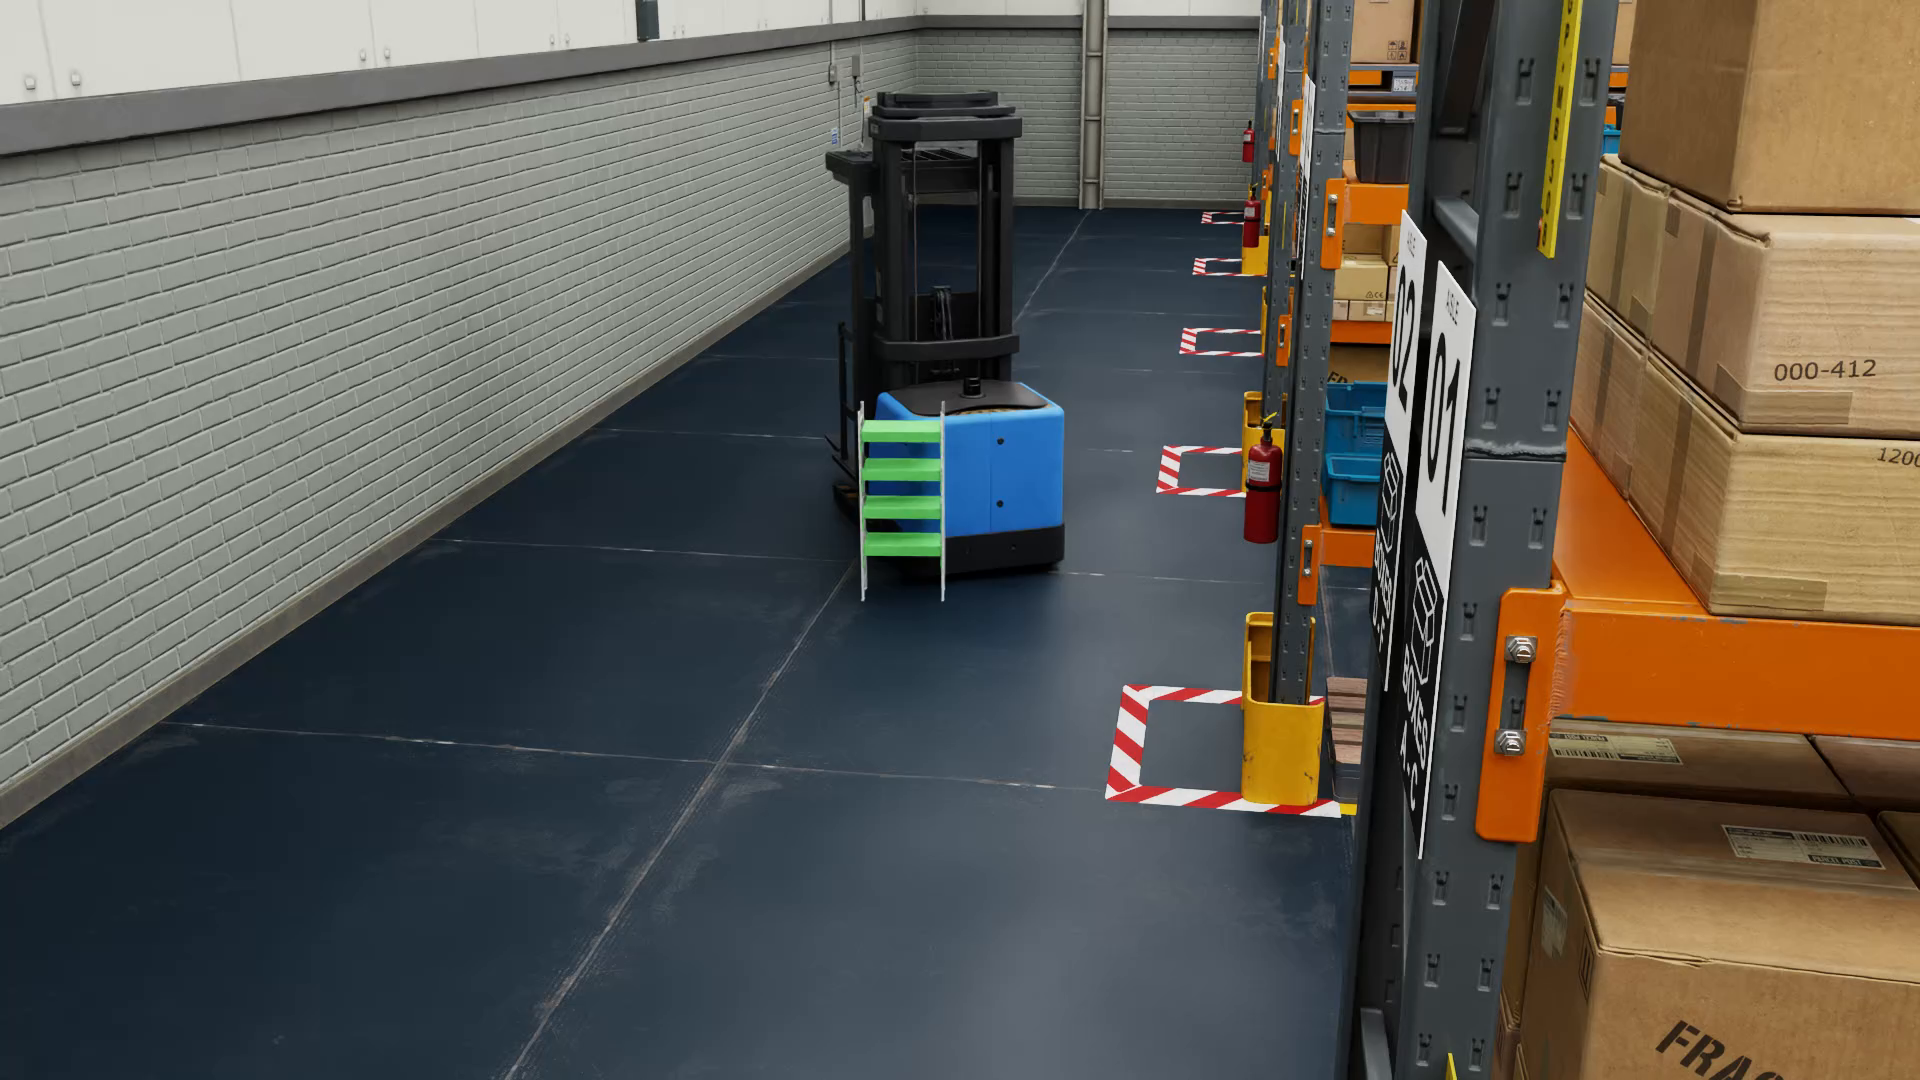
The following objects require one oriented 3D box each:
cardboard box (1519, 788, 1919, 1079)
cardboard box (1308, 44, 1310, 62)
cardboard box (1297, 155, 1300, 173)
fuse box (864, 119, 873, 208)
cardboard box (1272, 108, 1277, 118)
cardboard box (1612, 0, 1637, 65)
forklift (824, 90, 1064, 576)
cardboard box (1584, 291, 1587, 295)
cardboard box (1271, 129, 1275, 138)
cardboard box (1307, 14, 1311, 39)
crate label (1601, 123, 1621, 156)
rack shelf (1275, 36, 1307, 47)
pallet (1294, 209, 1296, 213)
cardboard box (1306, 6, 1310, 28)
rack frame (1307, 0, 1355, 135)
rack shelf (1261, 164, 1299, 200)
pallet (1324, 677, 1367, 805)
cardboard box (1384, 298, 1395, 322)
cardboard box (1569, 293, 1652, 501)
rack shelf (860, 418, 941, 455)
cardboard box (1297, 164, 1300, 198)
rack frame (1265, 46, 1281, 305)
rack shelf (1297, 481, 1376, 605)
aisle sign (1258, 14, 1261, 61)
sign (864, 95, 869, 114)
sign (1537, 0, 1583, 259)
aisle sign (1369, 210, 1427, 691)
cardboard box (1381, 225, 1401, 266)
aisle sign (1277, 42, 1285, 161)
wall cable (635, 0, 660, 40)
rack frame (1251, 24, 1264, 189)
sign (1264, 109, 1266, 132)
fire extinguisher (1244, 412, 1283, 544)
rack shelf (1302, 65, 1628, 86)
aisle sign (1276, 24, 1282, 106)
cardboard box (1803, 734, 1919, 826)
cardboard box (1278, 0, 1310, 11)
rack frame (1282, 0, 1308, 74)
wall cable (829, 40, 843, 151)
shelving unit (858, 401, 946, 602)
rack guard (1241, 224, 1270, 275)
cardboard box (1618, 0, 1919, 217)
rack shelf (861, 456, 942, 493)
[{"bbox_3d":[1.196,0.746,2.613,0.500,0.500,0.500,3,19,10],"label":"cardboard box"},{"bbox_3d":[3.664,-4.738,16.246,0.500,0.250,0.500,4,19,11],"label":"cardboard box"},{"bbox_3d":[4.375,-4.979,21.298,0.500,0.500,0.500,3,19,8],"label":"cardboard box"},{"bbox_3d":[-1.148,-5.362,24.630,0.414,1.711,0.539,3,19,9],"label":"fuse box"},{"bbox_3d":[5.226,-6.730,26.459,0.500,0.250,0.500,3,19,10],"label":"cardboard box"},{"bbox_3d":[4.518,-3.576,11.558,0.500,0.500,0.700,4,19,11],"label":"cardboard box"},{"bbox_3d":[-0.273,-1.593,11.446,1.130,2.935,3.031,-6,19,-17],"label":"forklift"},{"bbox_3d":[4.331,-1.827,11.803,0.500,0.250,0.500,3,19,8],"label":"cardboard box"},{"bbox_3d":[5.011,-6.379,26.036,0.250,0.149,0.380,3,19,8],"label":"cardboard box"},{"bbox_3d":[3.756,-5.134,16.642,0.500,0.250,0.500,2,19,7],"label":"cardboard box"},{"bbox_3d":[2.448,-1.593,6.844,0.502,0.251,0.408,3,19,9],"label":"crate label"},{"bbox_3d":[6.705,-7.581,25.640,4.000,0.370,1.077,3,19,9],"label":"rack shelf"},{"bbox_3d":[5.592,-5.234,26.615,1.213,0.211,1.003,3,19,9],"label":"pallet"},{"bbox_3d":[4.405,-6.649,21.136,0.500,0.250,0.500,1,19,4],"label":"cardboard box"},{"bbox_3d":[1.589,-3.234,6.786,0.127,3.000,1.000,3,19,9],"label":"rack frame"},{"bbox_3d":[5.921,-4.603,21.468,4.000,0.370,1.077,3,19,9],"label":"rack shelf"},{"bbox_3d":[2.397,0.987,8.020,1.213,0.211,1.003,3,19,9],"label":"pallet"},{"bbox_3d":[3.179,-1.675,11.978,0.250,0.149,0.380,2,19,7],"label":"cardboard box"},{"bbox_3d":[1.348,-0.245,2.818,0.500,0.250,0.500,3,19,9],"label":"cardboard box"},{"bbox_3d":[-0.347,-0.619,9.940,0.480,0.148,0.258,0,20,1],"label":"rack shelf"},{"bbox_3d":[3.745,-3.736,17.115,0.500,0.500,0.500,3,19,10],"label":"cardboard box"},{"bbox_3d":[3.261,-3.489,17.005,0.127,3.000,1.000,3,19,9],"label":"rack frame"},{"bbox_3d":[3.563,0.053,7.551,4.000,0.370,1.077,3,19,9],"label":"rack shelf"},{"bbox_3d":[4.616,-7.745,25.625,0.004,0.787,0.394,3,19,9],"label":"aisle sign"},{"bbox_3d":[-1.361,-6.357,24.274,0.001,0.242,0.339,3,19,9],"label":"sign"},{"bbox_3d":[0.713,-0.504,1.978,0.005,0.325,0.100,3,19,9],"label":"sign"},{"bbox_3d":[0.781,-0.169,2.985,0.004,0.787,0.394,3,19,9],"label":"aisle sign"},{"bbox_3d":[3.299,-2.232,11.833,0.500,0.500,0.500,2,19,7],"label":"cardboard box"},{"bbox_3d":[2.256,-3.083,11.693,0.004,0.787,0.394,3,19,9],"label":"aisle sign"},{"bbox_3d":[-2.662,-7.676,14.991,0.120,5.999,2.277,3,19,9],"label":"wall cable"},{"bbox_3d":[4.730,-6.601,26.303,0.127,3.000,1.000,3,19,9],"label":"rack frame"},{"bbox_3d":[3.852,-5.320,20.986,0.005,0.325,0.100,3,19,9],"label":"sign"},{"bbox_3d":[1.512,-0.325,8.258,0.183,0.674,0.296,3,19,9],"label":"fire extinguisher"},{"bbox_3d":[5.236,-4.470,16.342,4.000,0.370,1.077,3,19,9],"label":"rack shelf"},{"bbox_3d":[3.236,-4.820,16.884,0.004,0.787,0.394,3,19,9],"label":"aisle sign"},{"bbox_3d":[1.781,0.603,3.042,0.500,0.500,0.500,3,19,10],"label":"cardboard box"},{"bbox_3d":[5.128,-8.229,25.422,0.500,0.250,0.500,3,19,8],"label":"cardboard box"},{"bbox_3d":[2.374,-4.786,11.424,0.127,3.000,1.000,3,19,9],"label":"rack frame"},{"bbox_3d":[-1.625,-5.818,22.315,0.123,1.953,0.585,3,19,9],"label":"wall cable"},{"bbox_3d":[-0.346,-0.229,10.084,0.503,1.200,0.258,0,20,1],"label":"shelving unit"},{"bbox_3d":[3.923,-3.861,22.055,0.348,0.500,1.175,3,19,9],"label":"rack guard"},{"bbox_3d":[1.309,-0.761,2.388,0.500,0.500,0.700,3,19,9],"label":"cardboard box"},{"bbox_3d":[-0.346,-0.394,10.023,0.480,0.148,0.258,0,20,1],"label":"rack shelf"}]
